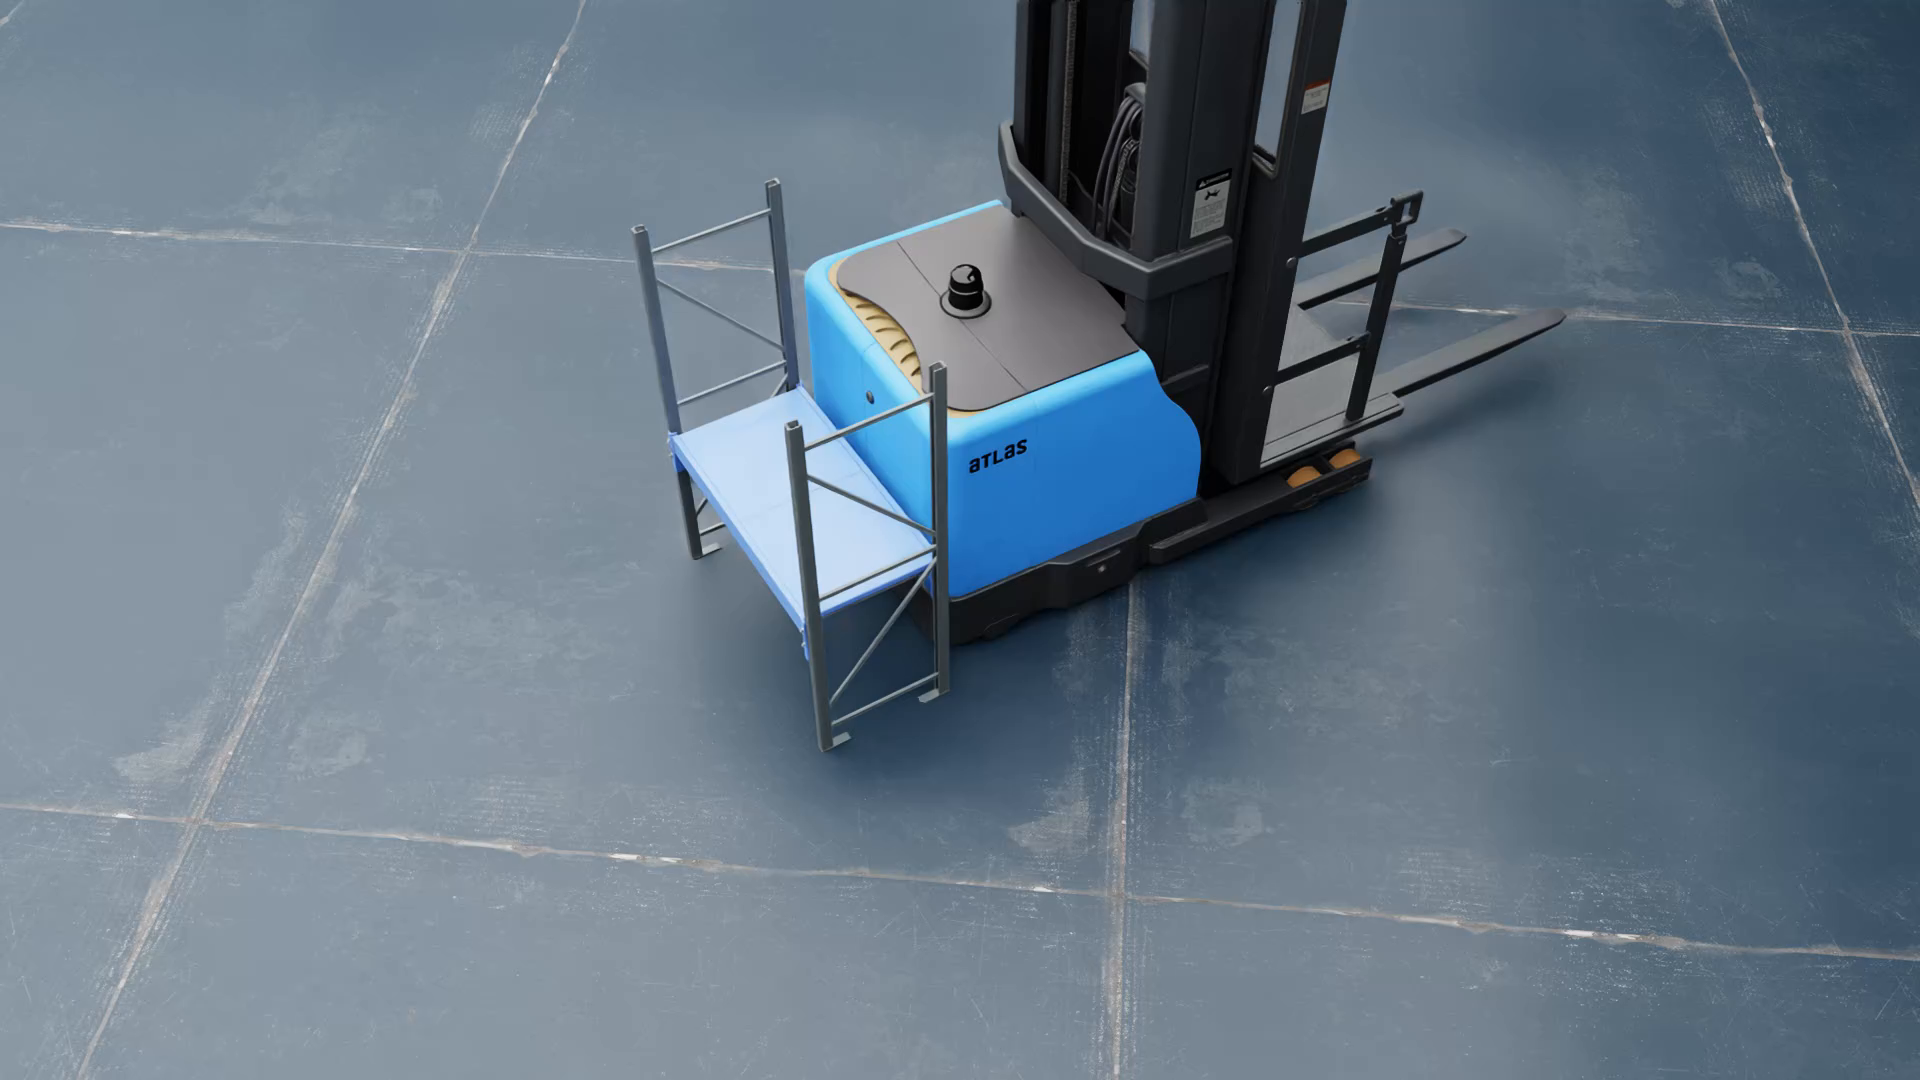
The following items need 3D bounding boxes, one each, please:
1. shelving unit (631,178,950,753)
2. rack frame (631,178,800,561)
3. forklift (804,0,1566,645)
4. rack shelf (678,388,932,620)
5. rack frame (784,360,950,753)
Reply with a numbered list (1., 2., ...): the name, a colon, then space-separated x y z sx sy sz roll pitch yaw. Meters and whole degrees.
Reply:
1. shelving unit: -0.522 -0.215 5.430 0.500 1.500 1.048 -24 52 -21
2. rack frame: -0.787 -0.535 5.723 0.500 1.500 0.032 -24 52 -21
3. forklift: 0.993 -1.426 5.568 3.031 2.935 1.130 -22 51 -19
4. rack shelf: -0.522 -0.126 5.527 0.459 0.062 0.952 -24 52 -21
5. rack frame: -0.257 0.106 5.137 0.500 1.500 0.032 -24 52 -21
